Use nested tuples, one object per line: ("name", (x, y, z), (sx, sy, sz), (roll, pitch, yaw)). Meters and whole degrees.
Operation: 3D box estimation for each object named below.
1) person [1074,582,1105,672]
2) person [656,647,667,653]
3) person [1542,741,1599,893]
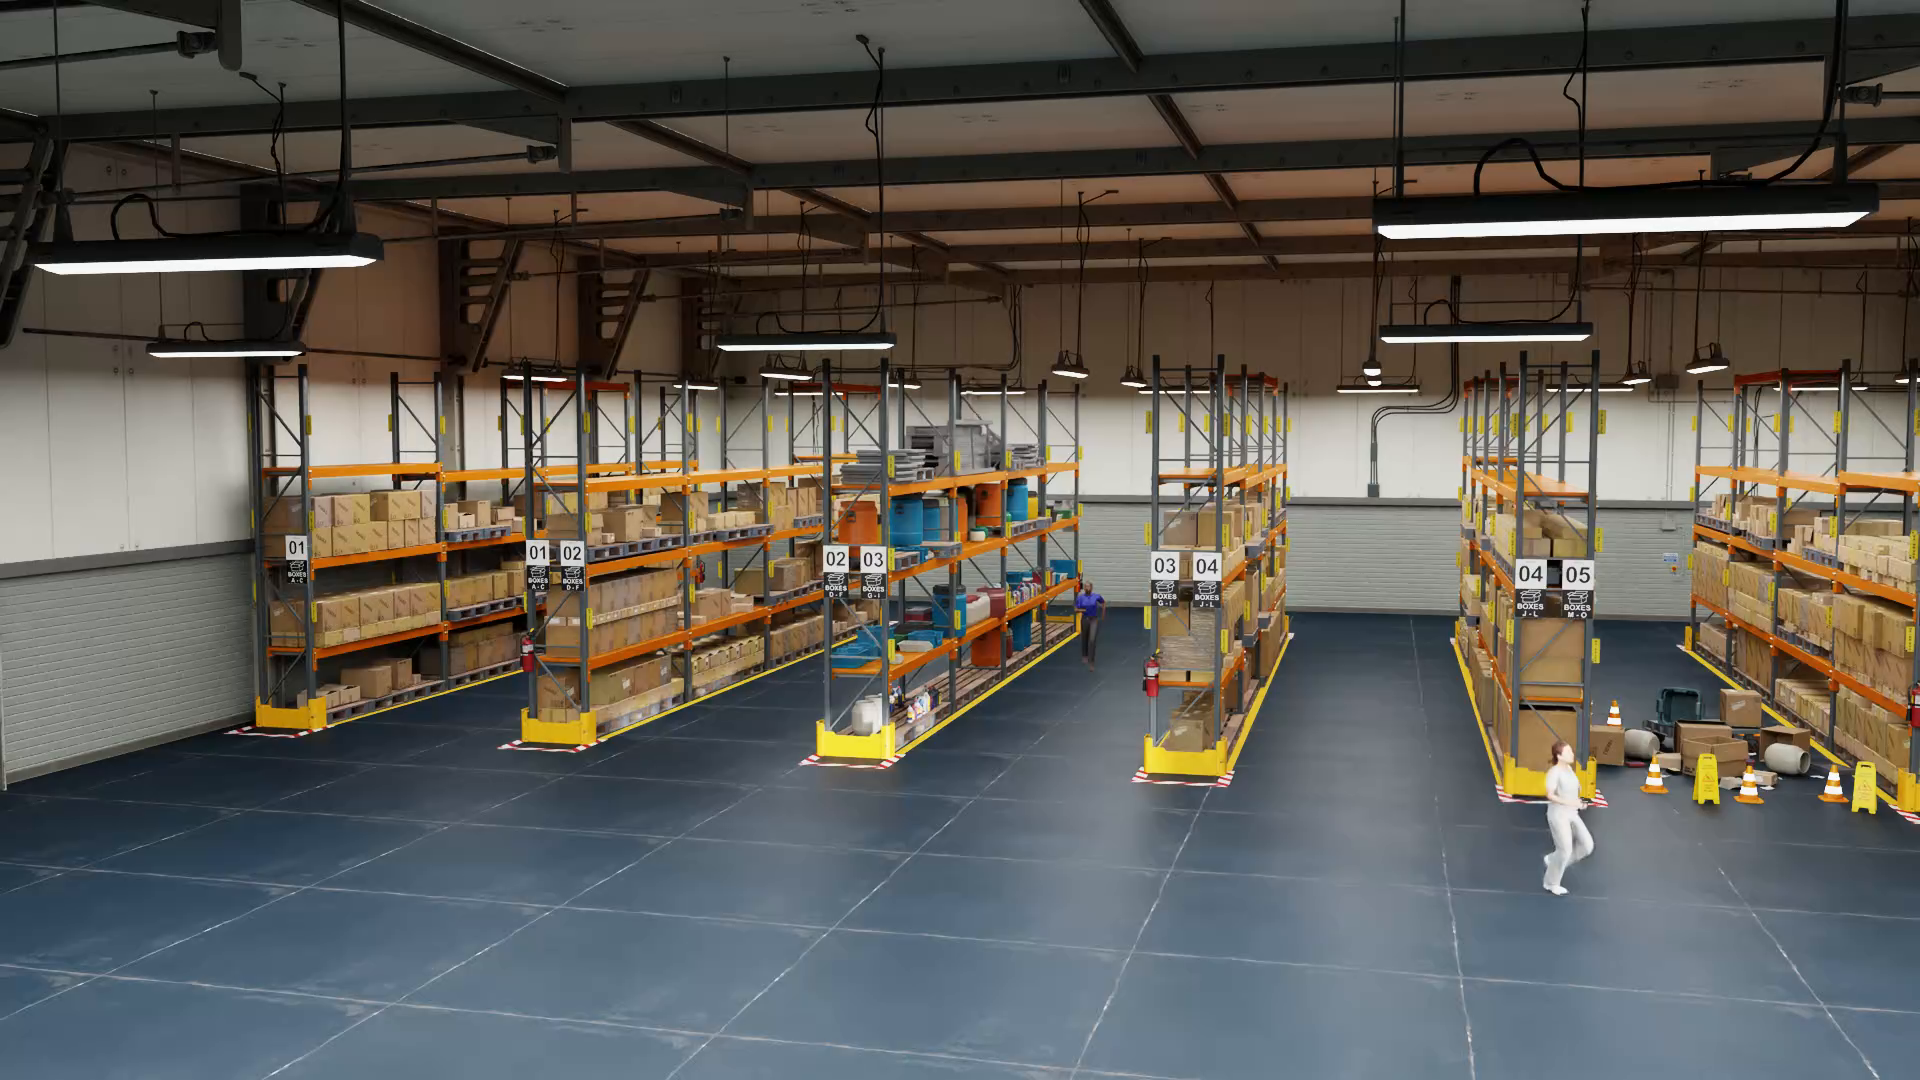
("person", (2.525, 1.662, 32.374), (0.587, 1.686, 0.861), (1, 4, 9))
("person", (-6.040, 1.821, 33.732), (0.672, 1.751, 0.868), (1, 4, 9))
("person", (6.489, 2.952, 17.676), (0.606, 1.640, 0.594), (-3, 5, -41))
